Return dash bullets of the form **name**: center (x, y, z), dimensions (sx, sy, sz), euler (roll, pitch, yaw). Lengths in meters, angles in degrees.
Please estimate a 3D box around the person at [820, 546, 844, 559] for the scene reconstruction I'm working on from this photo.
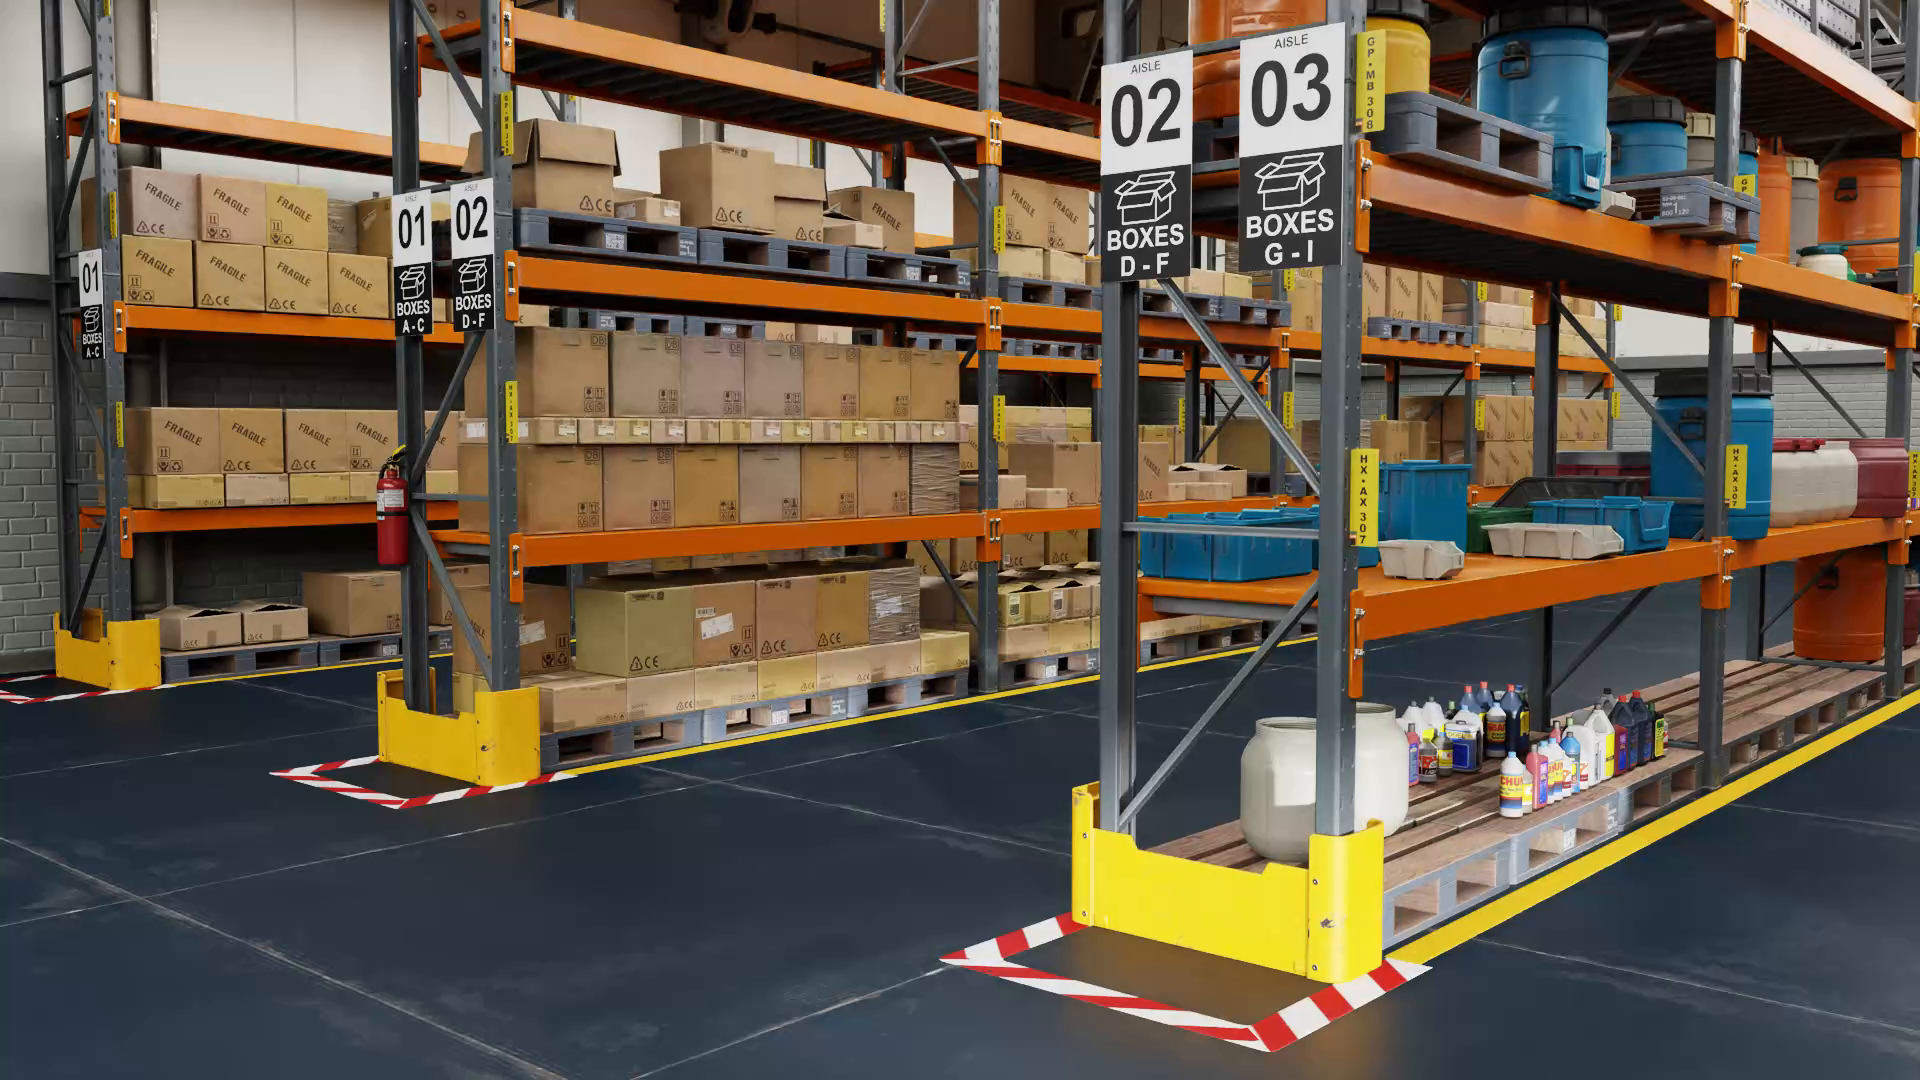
- **person**: center (-1.275, -0.060, 16.473), dimensions (0.372, 1.771, 0.566), euler (-1, 4, -9)
